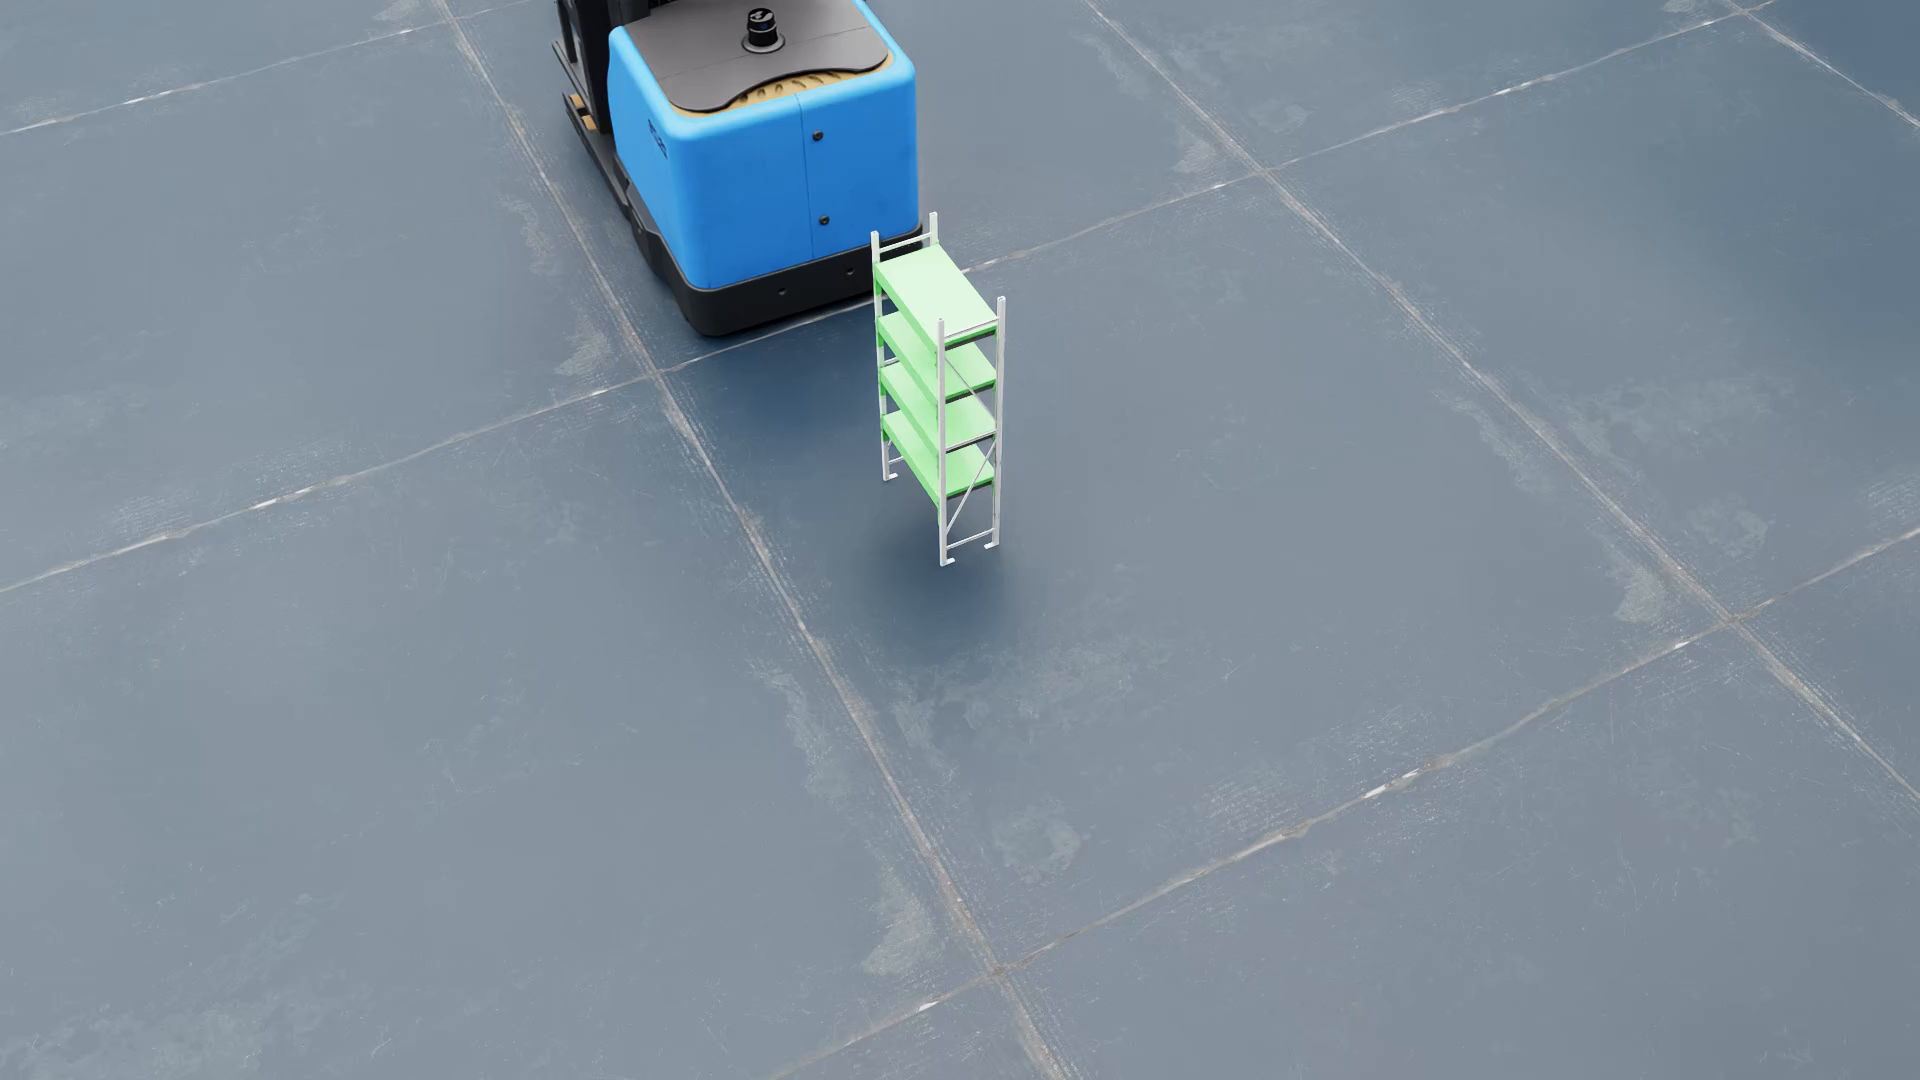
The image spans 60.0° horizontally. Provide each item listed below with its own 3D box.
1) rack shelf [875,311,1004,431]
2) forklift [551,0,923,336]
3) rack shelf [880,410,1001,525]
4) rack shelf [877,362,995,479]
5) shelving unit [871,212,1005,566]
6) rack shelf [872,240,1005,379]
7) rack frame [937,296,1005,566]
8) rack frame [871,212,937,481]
[{"bbox_3d":[-0.076,-0.622,5.763,0.258,0.148,0.480,-21,52,-18],"label":"rack shelf"},{"bbox_3d":[-1.239,-2.936,6.871,1.130,2.935,3.031,-19,52,-16],"label":"forklift"},{"bbox_3d":[-0.076,-0.306,6.124,0.258,0.148,0.480,-21,52,-18],"label":"rack shelf"},{"bbox_3d":[-0.076,-0.464,5.943,0.258,0.148,0.480,-21,52,-18],"label":"rack shelf"},{"bbox_3d":[-0.076,-0.506,5.895,0.258,1.200,0.503,-21,52,-18],"label":"shelving unit"},{"bbox_3d":[-0.076,-0.780,5.582,0.258,0.148,0.480,-21,52,-18],"label":"rack shelf"},{"bbox_3d":[0.036,-0.342,5.752,0.240,1.200,0.015,-21,52,-18],"label":"rack frame"},{"bbox_3d":[-0.187,-0.669,6.038,0.240,1.200,0.015,-21,52,-18],"label":"rack frame"}]
